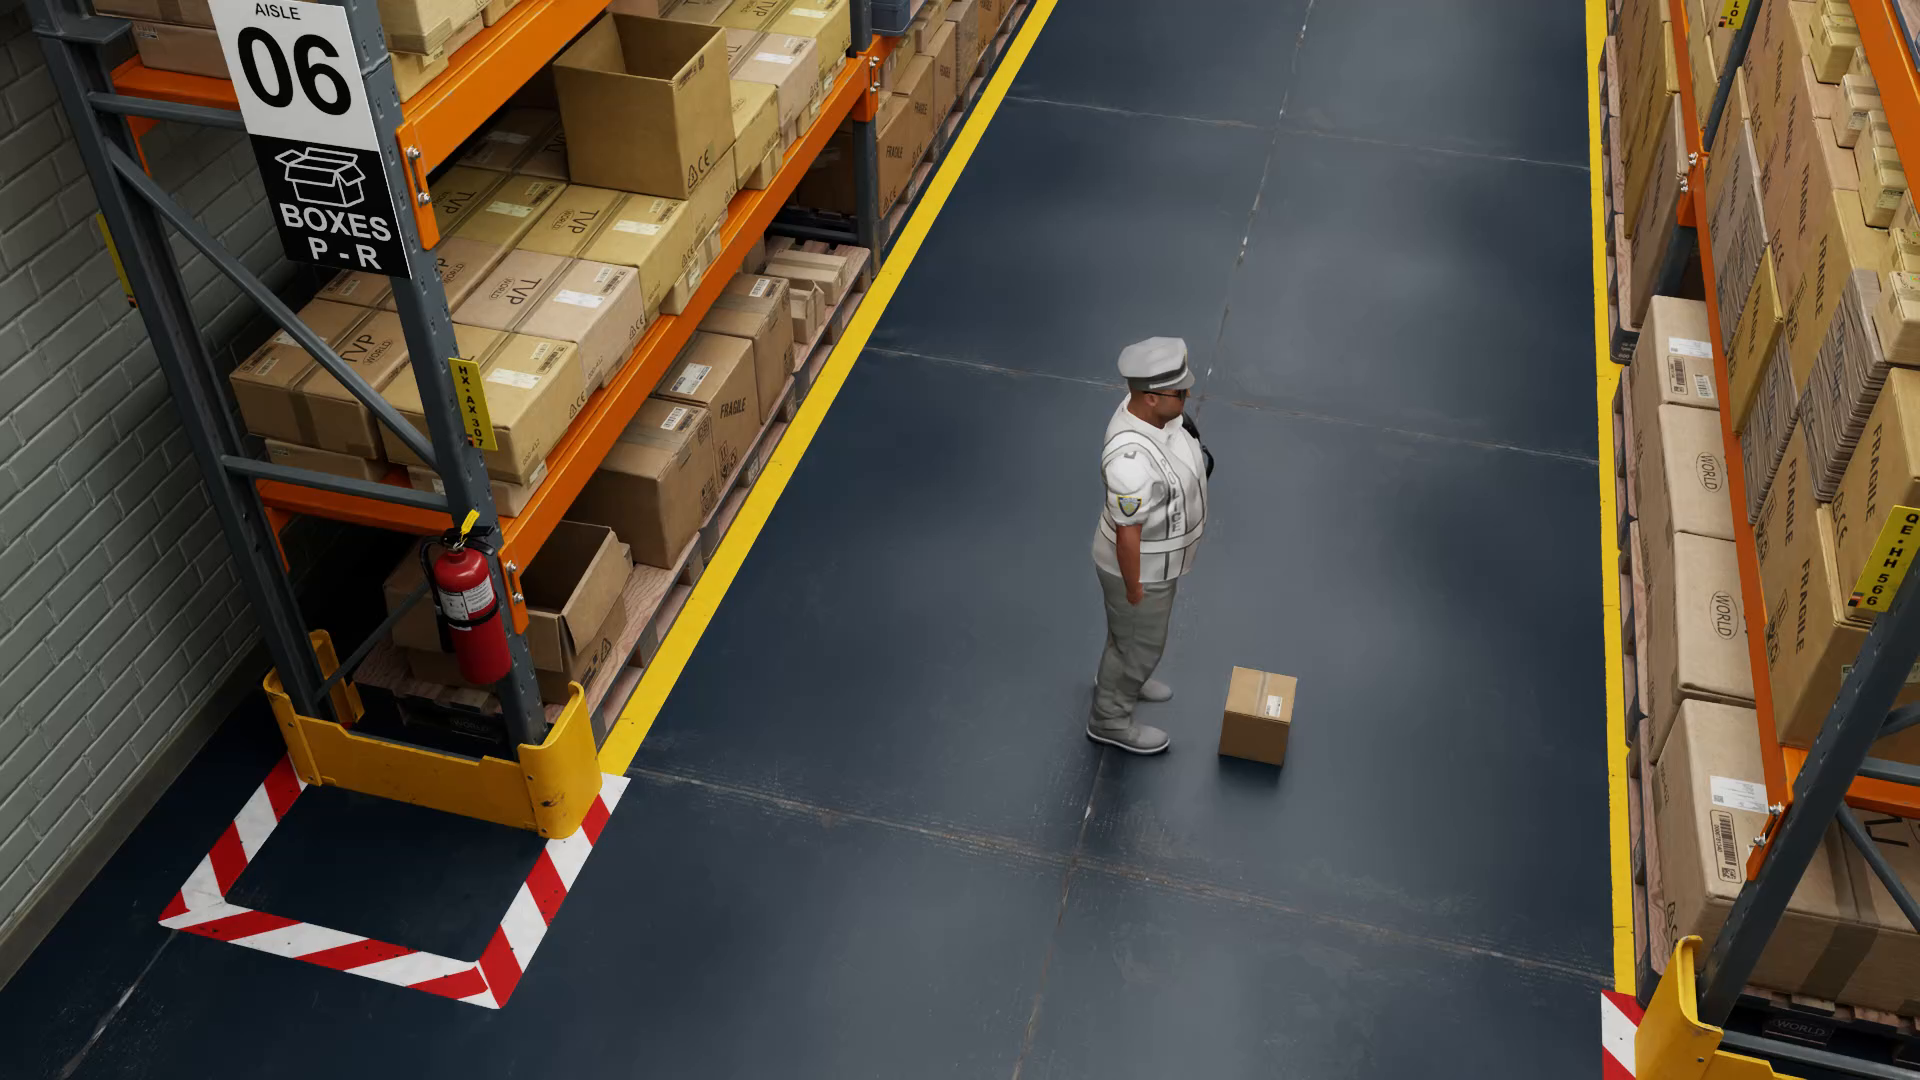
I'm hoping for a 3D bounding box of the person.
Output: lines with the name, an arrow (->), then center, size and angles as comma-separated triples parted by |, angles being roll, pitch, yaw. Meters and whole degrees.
person -> 0.693, 0.037, 6.126 | 0.392, 1.778, 0.526 | 11, 42, 12
